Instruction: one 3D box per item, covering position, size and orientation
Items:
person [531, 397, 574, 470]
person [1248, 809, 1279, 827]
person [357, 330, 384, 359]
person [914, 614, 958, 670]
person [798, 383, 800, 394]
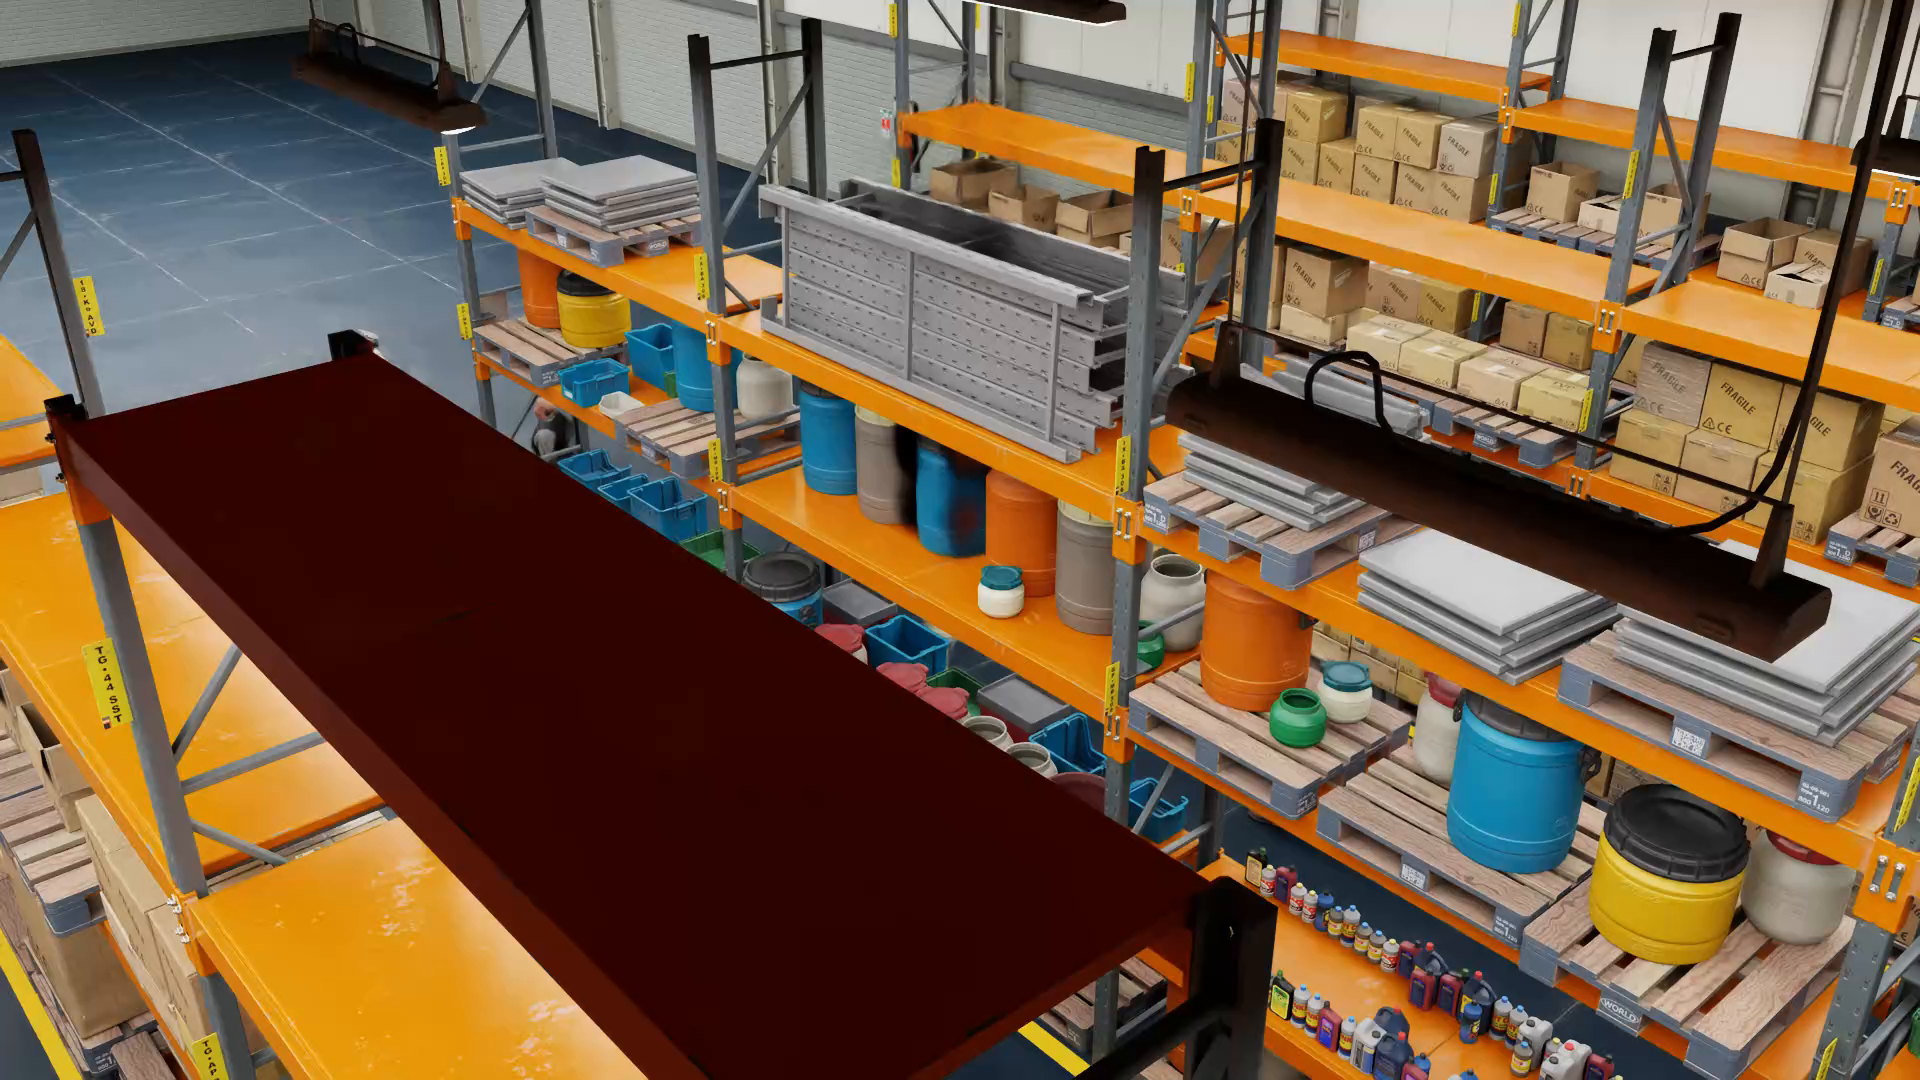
[{"bbox_3d":[-4.210,-0.738,17.189,0.540,1.653,0.683,1,27,2],"label":"person"},{"bbox_3d":[2.443,1.518,12.822,0.561,1.603,0.570,19,33,32],"label":"person"},{"bbox_3d":[-6.513,-1.614,18.916,0.876,1.691,0.564,-12,29,-23],"label":"person"},{"bbox_3d":[-0.125,0.739,14.117,0.691,1.761,0.994,-24,35,-39],"label":"person"},{"bbox_3d":[-1.672,-2.179,19.974,0.748,1.730,0.754,-6,28,-12],"label":"person"}]
